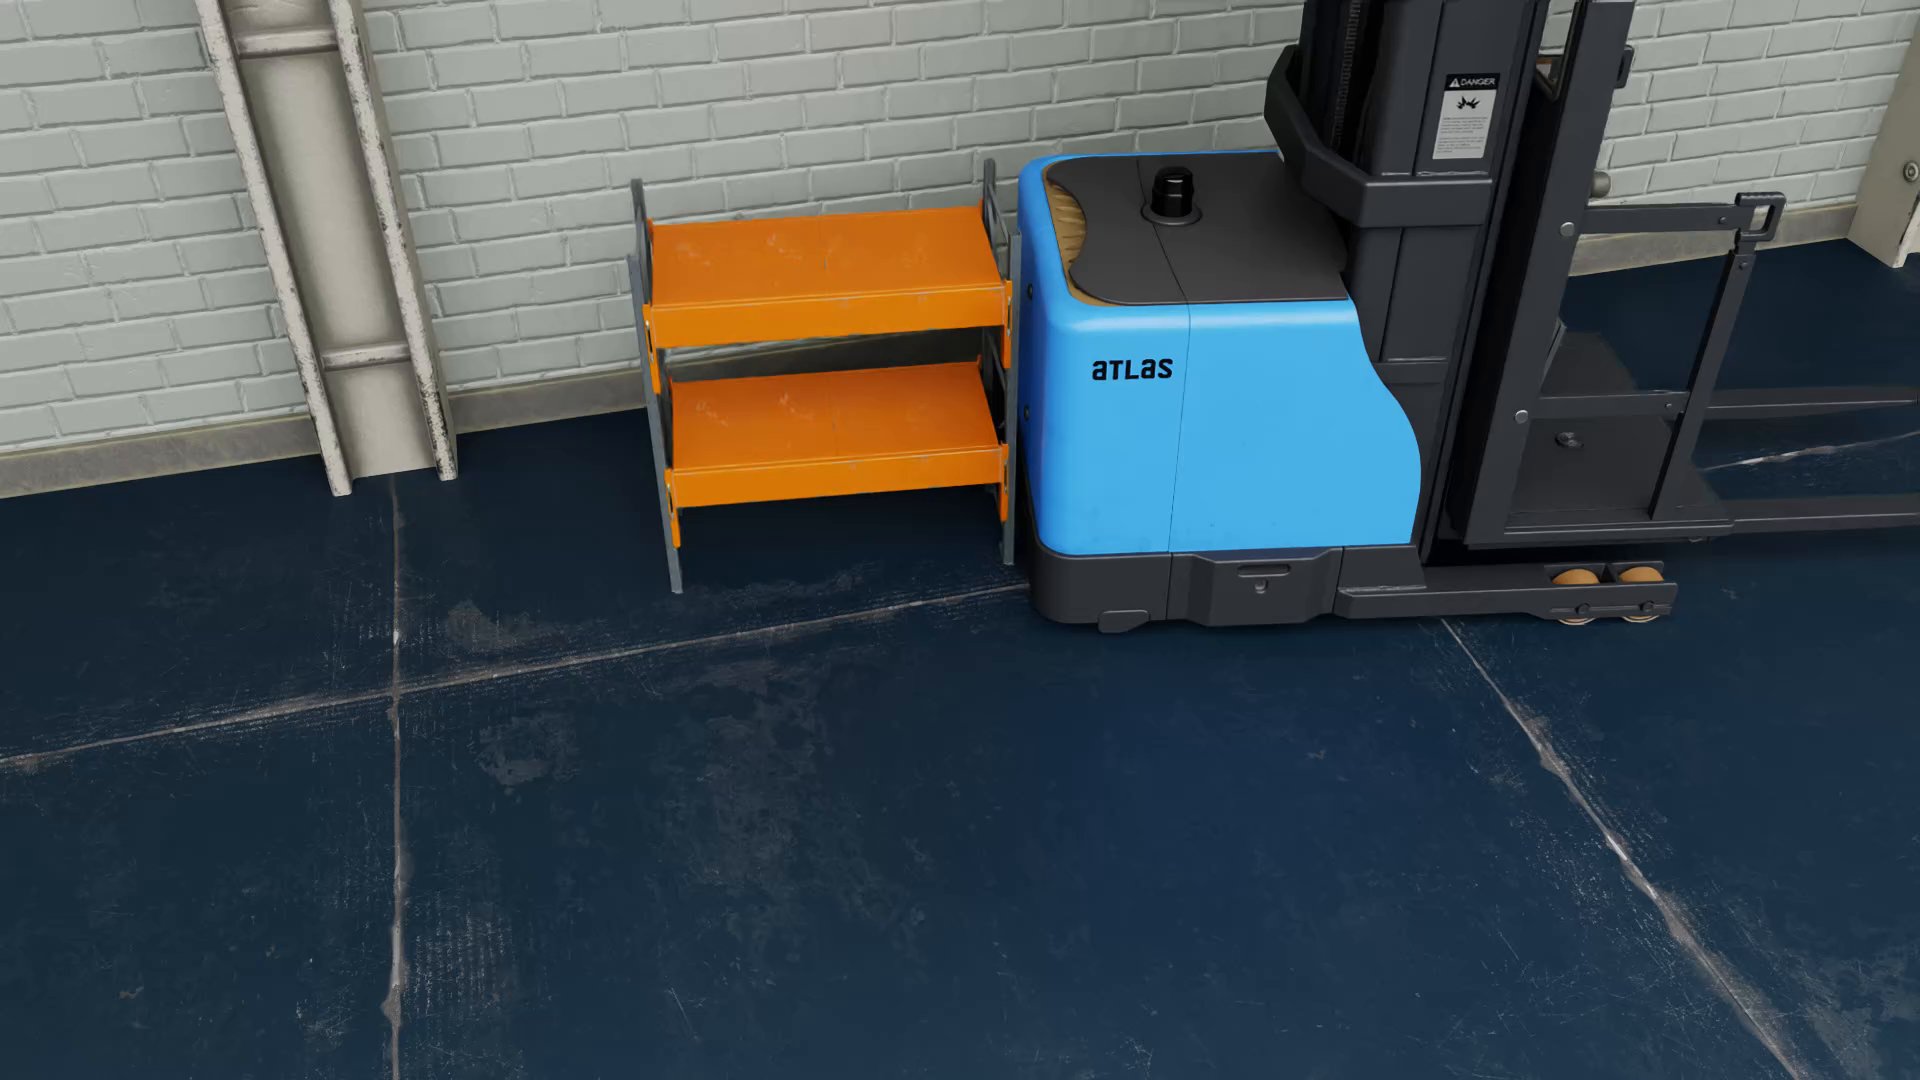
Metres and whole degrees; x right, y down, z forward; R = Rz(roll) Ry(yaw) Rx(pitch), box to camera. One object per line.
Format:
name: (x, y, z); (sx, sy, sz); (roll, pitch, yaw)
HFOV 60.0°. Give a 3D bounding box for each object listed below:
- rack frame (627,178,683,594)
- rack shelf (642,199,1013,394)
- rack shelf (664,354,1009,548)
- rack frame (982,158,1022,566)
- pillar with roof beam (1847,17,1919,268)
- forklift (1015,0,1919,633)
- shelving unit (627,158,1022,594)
rack frame: (-0.890, -0.435, 4.893); (0.032, 1.125, 0.500); (-5, 38, -6)
rack shelf: (-0.386, -0.709, 4.770); (1.000, 0.278, 0.538); (-5, 38, -6)
rack shelf: (-0.386, -0.283, 5.096); (1.000, 0.278, 0.538); (-5, 38, -6)
rack frame: (0.118, -0.518, 5.002); (0.032, 1.125, 0.500); (-5, 38, -6)
pillar with roof beam: (5.017, -2.263, 0.802); (0.400, 9.000, 9.100); (-9, 38, -12)
forklift: (1.700, -1.233, 4.450); (3.031, 2.935, 1.130); (-2, 37, -3)
shelving unit: (-0.386, -0.477, 4.948); (1.048, 1.125, 0.538); (-5, 38, -6)
